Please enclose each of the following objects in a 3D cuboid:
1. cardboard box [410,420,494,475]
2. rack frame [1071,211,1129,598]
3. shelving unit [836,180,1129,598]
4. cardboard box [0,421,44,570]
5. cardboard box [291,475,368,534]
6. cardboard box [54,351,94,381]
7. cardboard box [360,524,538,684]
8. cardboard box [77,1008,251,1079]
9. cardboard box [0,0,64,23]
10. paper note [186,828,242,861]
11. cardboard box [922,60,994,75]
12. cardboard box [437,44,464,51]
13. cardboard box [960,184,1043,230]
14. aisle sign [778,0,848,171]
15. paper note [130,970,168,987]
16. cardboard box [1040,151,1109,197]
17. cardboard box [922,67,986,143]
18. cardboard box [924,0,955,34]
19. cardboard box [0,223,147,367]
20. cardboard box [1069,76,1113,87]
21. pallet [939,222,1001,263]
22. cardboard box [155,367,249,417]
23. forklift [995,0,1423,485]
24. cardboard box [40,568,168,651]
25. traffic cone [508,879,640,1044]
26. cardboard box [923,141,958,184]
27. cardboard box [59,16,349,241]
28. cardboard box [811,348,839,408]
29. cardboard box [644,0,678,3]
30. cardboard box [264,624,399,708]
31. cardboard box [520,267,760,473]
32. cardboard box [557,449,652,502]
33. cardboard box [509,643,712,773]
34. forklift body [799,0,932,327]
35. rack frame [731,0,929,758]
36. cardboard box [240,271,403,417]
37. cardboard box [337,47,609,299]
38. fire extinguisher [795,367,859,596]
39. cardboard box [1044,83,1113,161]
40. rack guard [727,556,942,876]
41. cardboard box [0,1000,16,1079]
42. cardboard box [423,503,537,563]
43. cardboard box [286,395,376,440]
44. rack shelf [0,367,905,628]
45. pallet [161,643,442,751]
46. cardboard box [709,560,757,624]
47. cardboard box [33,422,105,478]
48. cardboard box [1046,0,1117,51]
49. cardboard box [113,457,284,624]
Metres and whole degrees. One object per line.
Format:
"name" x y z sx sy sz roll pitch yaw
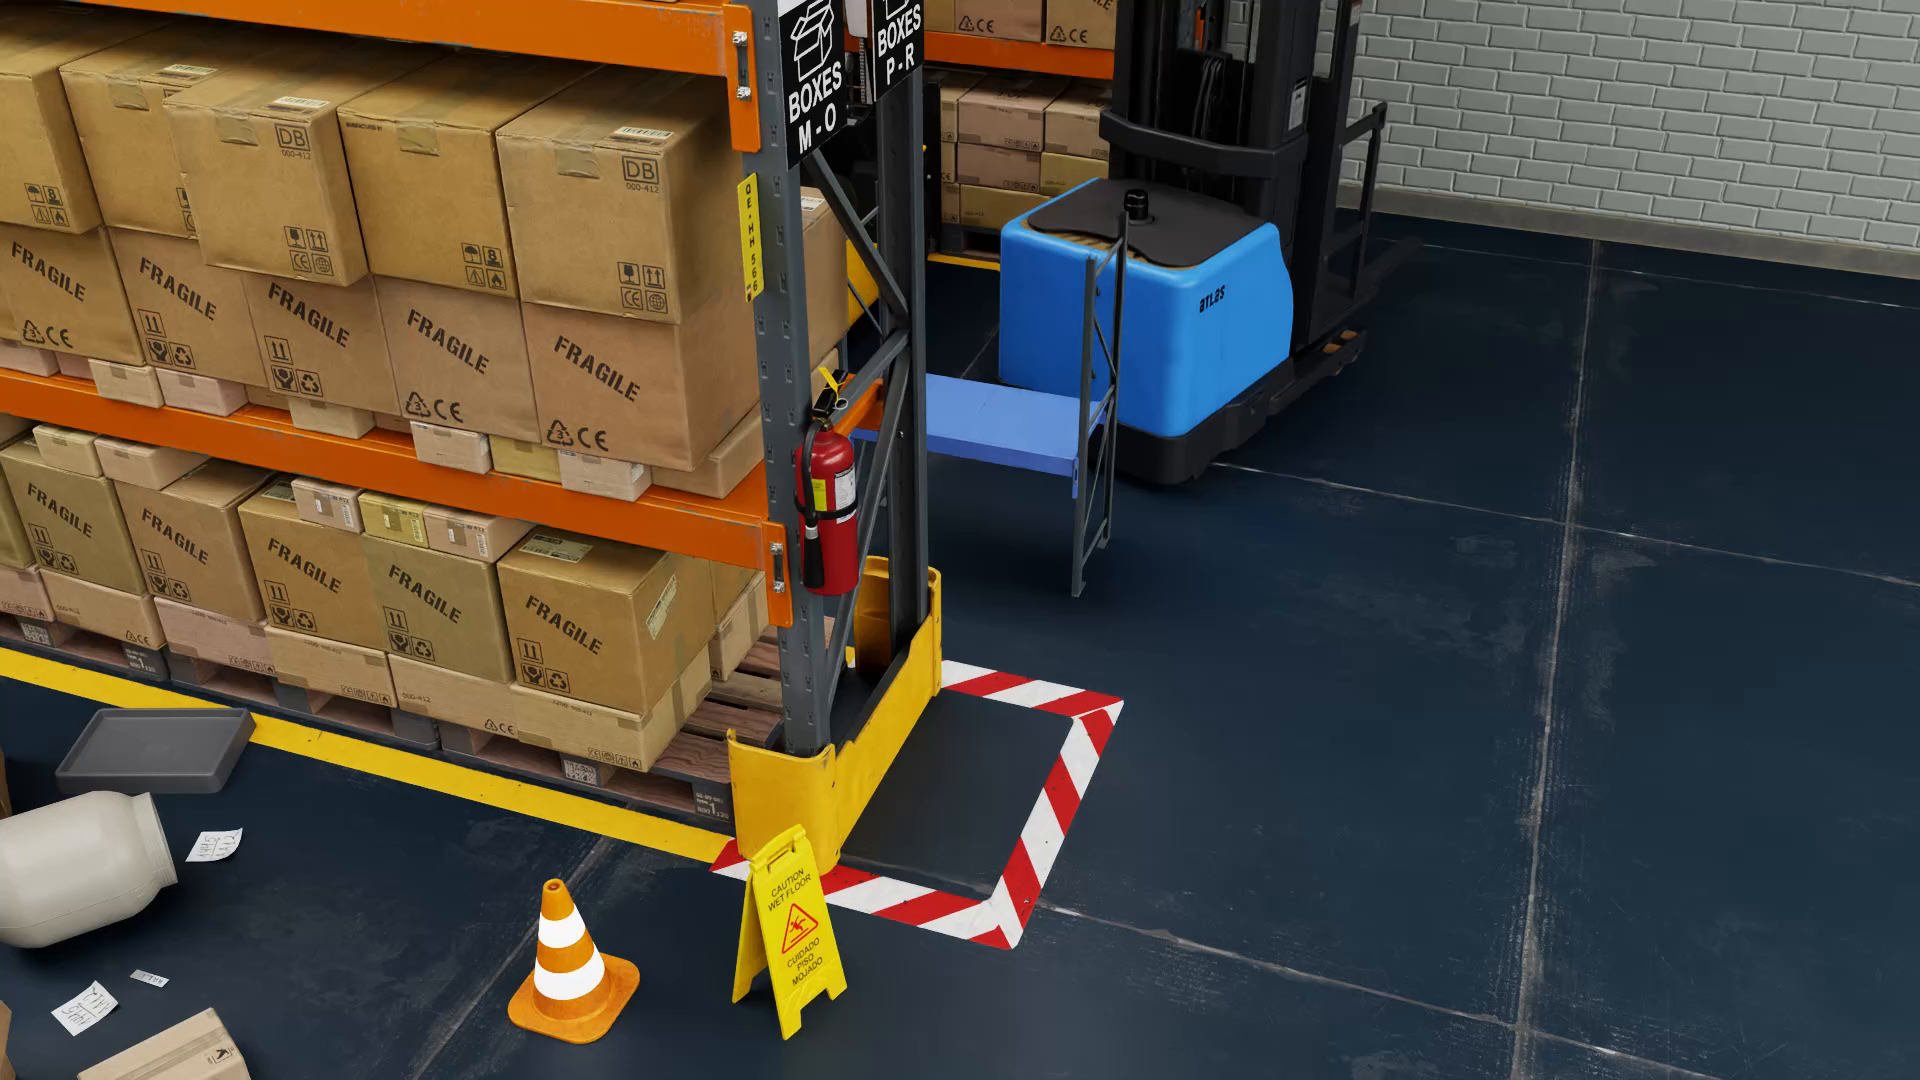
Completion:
"cardboard box" -1.526 -0.380 5.305 0.250 0.149 0.380 12 35 17
"rack frame" 0.559 -0.521 6.675 0.032 1.500 0.500 11 34 16
"shelving unit" 0.080 -0.614 6.819 1.048 1.500 0.538 11 34 16
"cardboard box" -3.641 -0.270 6.359 0.500 0.500 0.500 13 35 19
"cardboard box" -2.033 -0.199 5.652 0.250 0.149 0.380 12 35 19
"cardboard box" -2.918 -0.704 5.806 0.250 0.149 0.380 11 34 16
"cardboard box" -1.674 0.109 5.772 0.500 0.500 0.500 12 35 18
"cardboard box" -2.254 1.542 4.725 0.380 0.149 0.250 -25 40 -33
"cardboard box" -3.291 -1.471 5.474 0.500 0.500 0.700 11 34 17
"paper note" -2.521 1.030 5.627 0.148 0.019 0.142 0 33 0
"cardboard box" 0.004 -2.795 10.040 0.500 0.250 0.500 11 34 16
"cardboard box" -2.929 -2.983 10.907 0.625 0.625 0.875 13 35 19
"cardboard box" 0.318 -2.024 9.768 0.500 0.250 0.500 11 34 16
"aisle sign" -0.379 -1.380 4.226 0.004 0.787 0.394 11 34 16
"paper note" -2.507 1.355 5.142 0.123 0.001 0.032 11 34 16
"cardboard box" 0.768 -2.143 9.491 0.500 0.250 0.500 11 34 16
"cardboard box" -0.168 -2.527 9.624 0.500 0.250 0.500 11 35 17
"cardboard box" -0.188 -3.174 9.308 0.500 0.500 0.500 10 34 16
"cardboard box" -2.836 -0.945 5.582 0.500 0.500 0.500 11 34 16
"cardboard box" 0.943 -2.609 9.751 0.500 0.250 0.500 10 34 16
"pallet" 0.598 -1.930 10.044 1.213 0.211 1.003 11 34 16
"cardboard box" -2.469 -0.582 5.617 0.250 0.149 0.380 11 34 16
"forklift" 1.461 -2.221 7.988 1.130 2.935 3.031 23 39 31
"cardboard box" -3.134 0.137 6.420 0.500 0.250 0.500 13 35 19
"traffic cone" -1.180 1.198 4.967 0.334 0.463 0.336 11 34 16
"cardboard box" -0.194 -2.324 9.772 0.500 0.250 0.500 10 34 15
"cardboard box" -2.306 -1.316 5.234 0.500 0.500 0.700 11 34 16
"cardboard box" -0.589 -0.510 5.506 0.250 0.149 0.380 11 34 17
"cardboard box" -0.770 -1.525 4.312 0.250 0.149 0.380 11 34 17
"cardboard box" -2.171 0.329 6.123 0.500 0.250 0.500 10 34 15
"cardboard box" -0.943 -0.573 5.006 0.500 0.500 0.500 10 34 16
"cardboard box" -1.040 -0.291 5.167 0.250 0.149 0.380 11 34 16
"cardboard box" -1.214 0.516 5.833 0.500 0.250 0.500 11 34 16
"forklift body" -1.069 -2.042 8.429 1.214 2.155 2.313 11 34 16
"rack frame" -0.340 -0.447 5.178 0.127 3.000 1.000 11 34 16
"cardboard box" -1.883 -0.760 5.296 0.500 0.500 0.500 11 34 16
"cardboard box" -1.368 -1.113 4.920 0.500 0.500 0.700 11 35 17
"fire extinguisher" -0.387 -0.159 4.802 0.183 0.674 0.296 11 34 16
"cardboard box" 0.793 -2.349 9.349 0.500 0.250 0.500 12 35 18
"rack guard" -0.411 0.589 5.877 0.348 0.500 1.175 11 34 16
"cardboard box" -2.847 1.573 4.350 0.637 0.503 0.797 -11 35 -17
"cardboard box" -1.550 -0.103 5.502 0.250 0.149 0.380 12 35 18
"cardboard box" -1.991 -0.499 5.490 0.250 0.149 0.380 11 34 16
"rack shelf" -2.222 -0.511 5.940 4.000 0.370 1.077 11 34 16
"pallet" -2.309 0.319 6.561 1.213 0.211 1.003 11 34 16
"cardboard box" -1.028 -0.077 6.060 0.500 0.500 0.500 10 34 15
"cardboard box" -3.059 -0.396 5.956 0.250 0.149 0.380 12 35 18
"cardboard box" 0.780 -2.981 9.009 0.500 0.500 0.500 10 34 15
"cardboard box" -2.645 -0.082 6.068 0.500 0.500 0.500 13 35 19
